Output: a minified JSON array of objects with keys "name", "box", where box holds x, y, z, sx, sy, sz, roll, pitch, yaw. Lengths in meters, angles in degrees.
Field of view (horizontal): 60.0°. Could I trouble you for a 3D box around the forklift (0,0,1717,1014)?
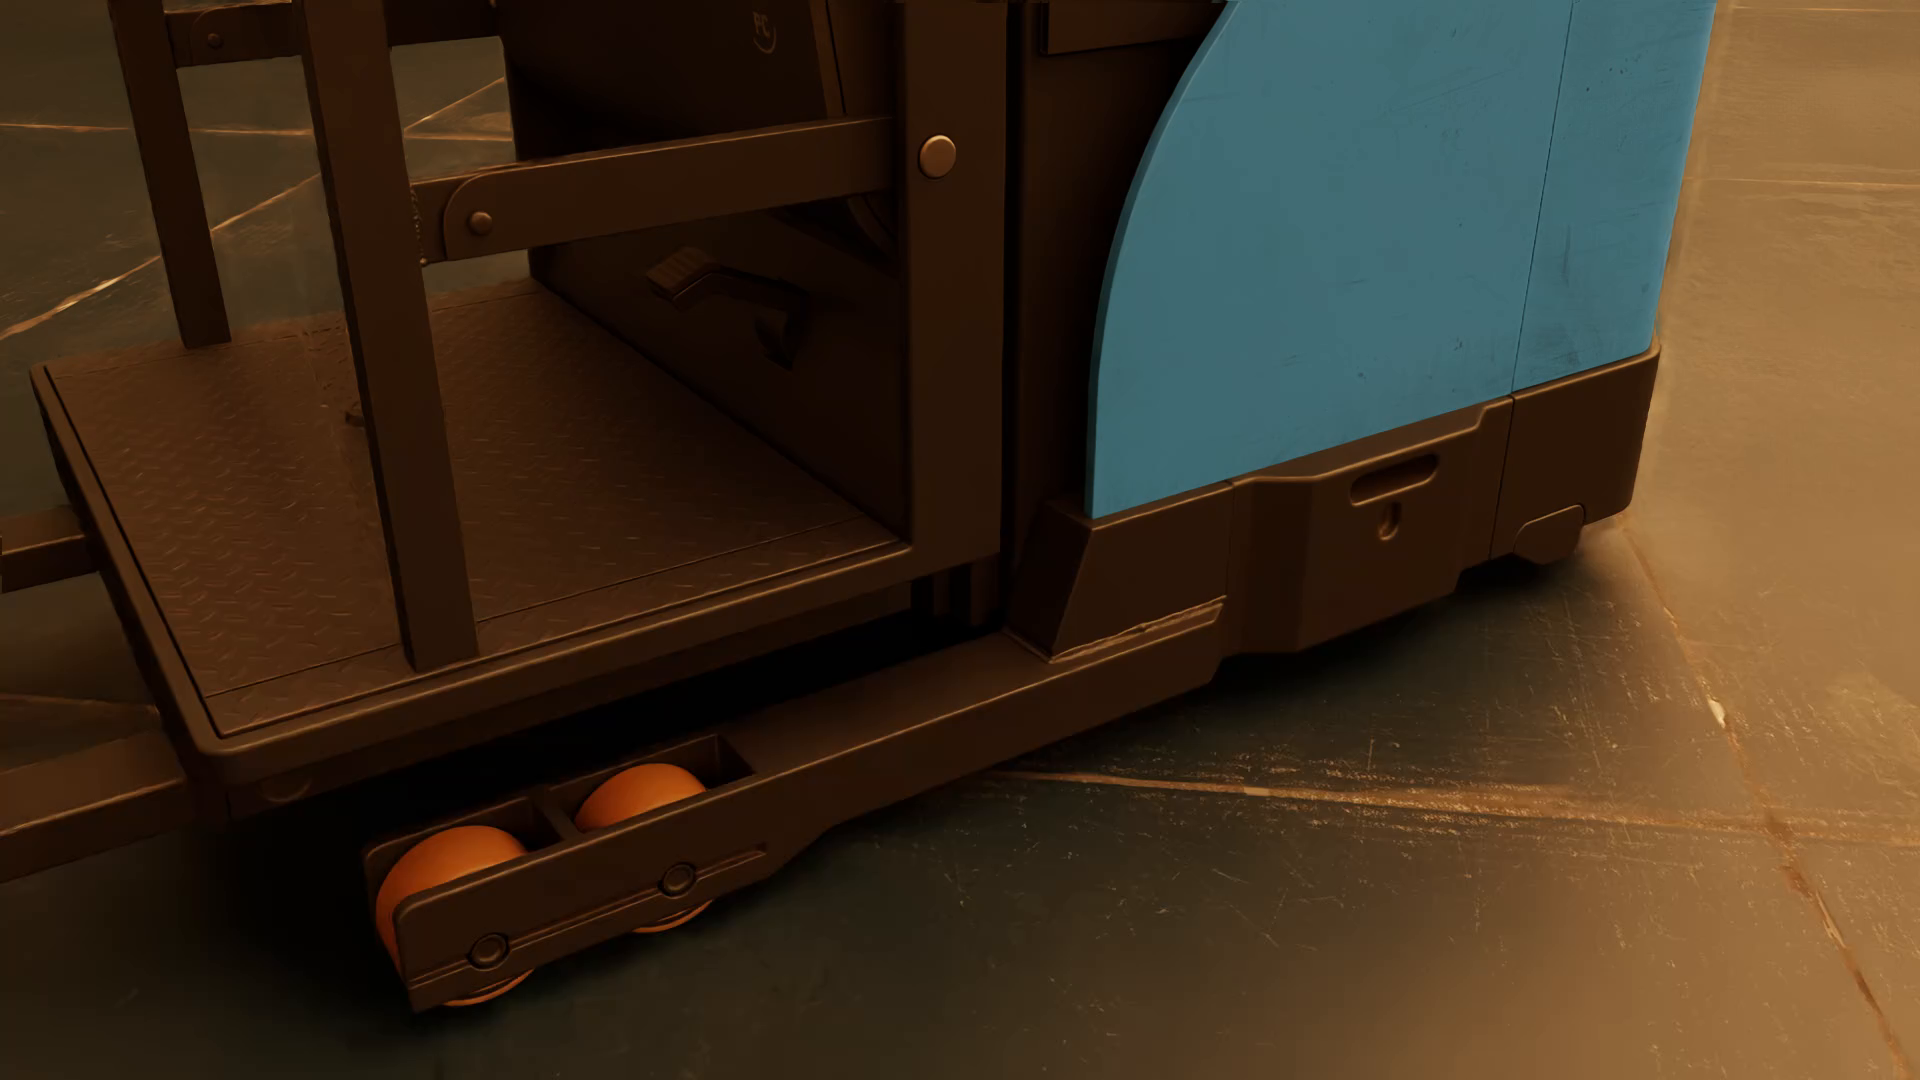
[{"name":"forklift","box":[-0.513,-1.134,1.489,3.031,2.935,1.130,-16,31,-30]}]
